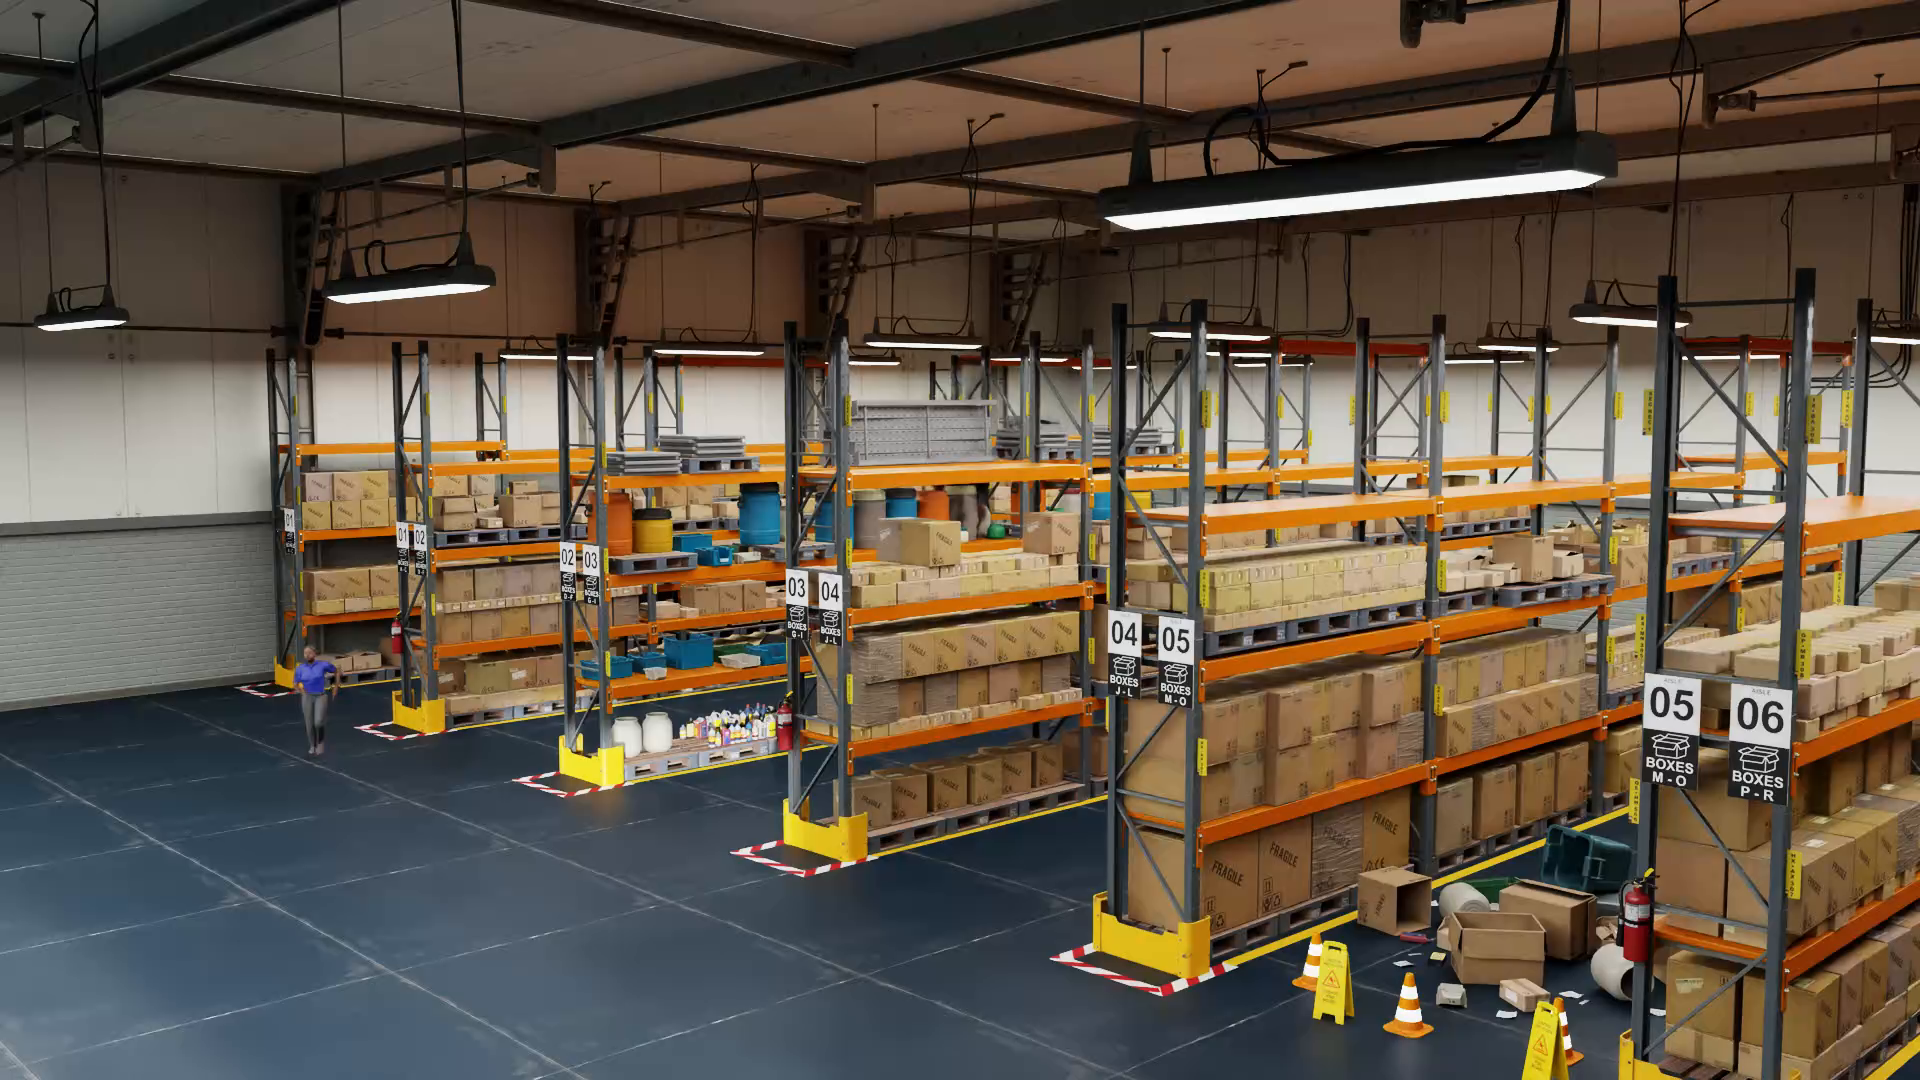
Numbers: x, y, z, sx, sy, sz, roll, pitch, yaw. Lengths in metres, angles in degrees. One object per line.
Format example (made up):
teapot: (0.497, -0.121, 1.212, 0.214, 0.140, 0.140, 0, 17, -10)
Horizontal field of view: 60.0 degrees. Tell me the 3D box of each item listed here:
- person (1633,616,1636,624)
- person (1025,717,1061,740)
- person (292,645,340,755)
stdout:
person: (10.764, 2.040, 26.394, 0.677, 1.688, 0.554, -4, 6, -36)
person: (1.168, 1.921, 23.937, 0.643, 1.895, 0.835, 3, 6, 34)
person: (-9.170, 2.293, 23.674, 0.591, 1.607, 0.803, -1, 5, -8)
